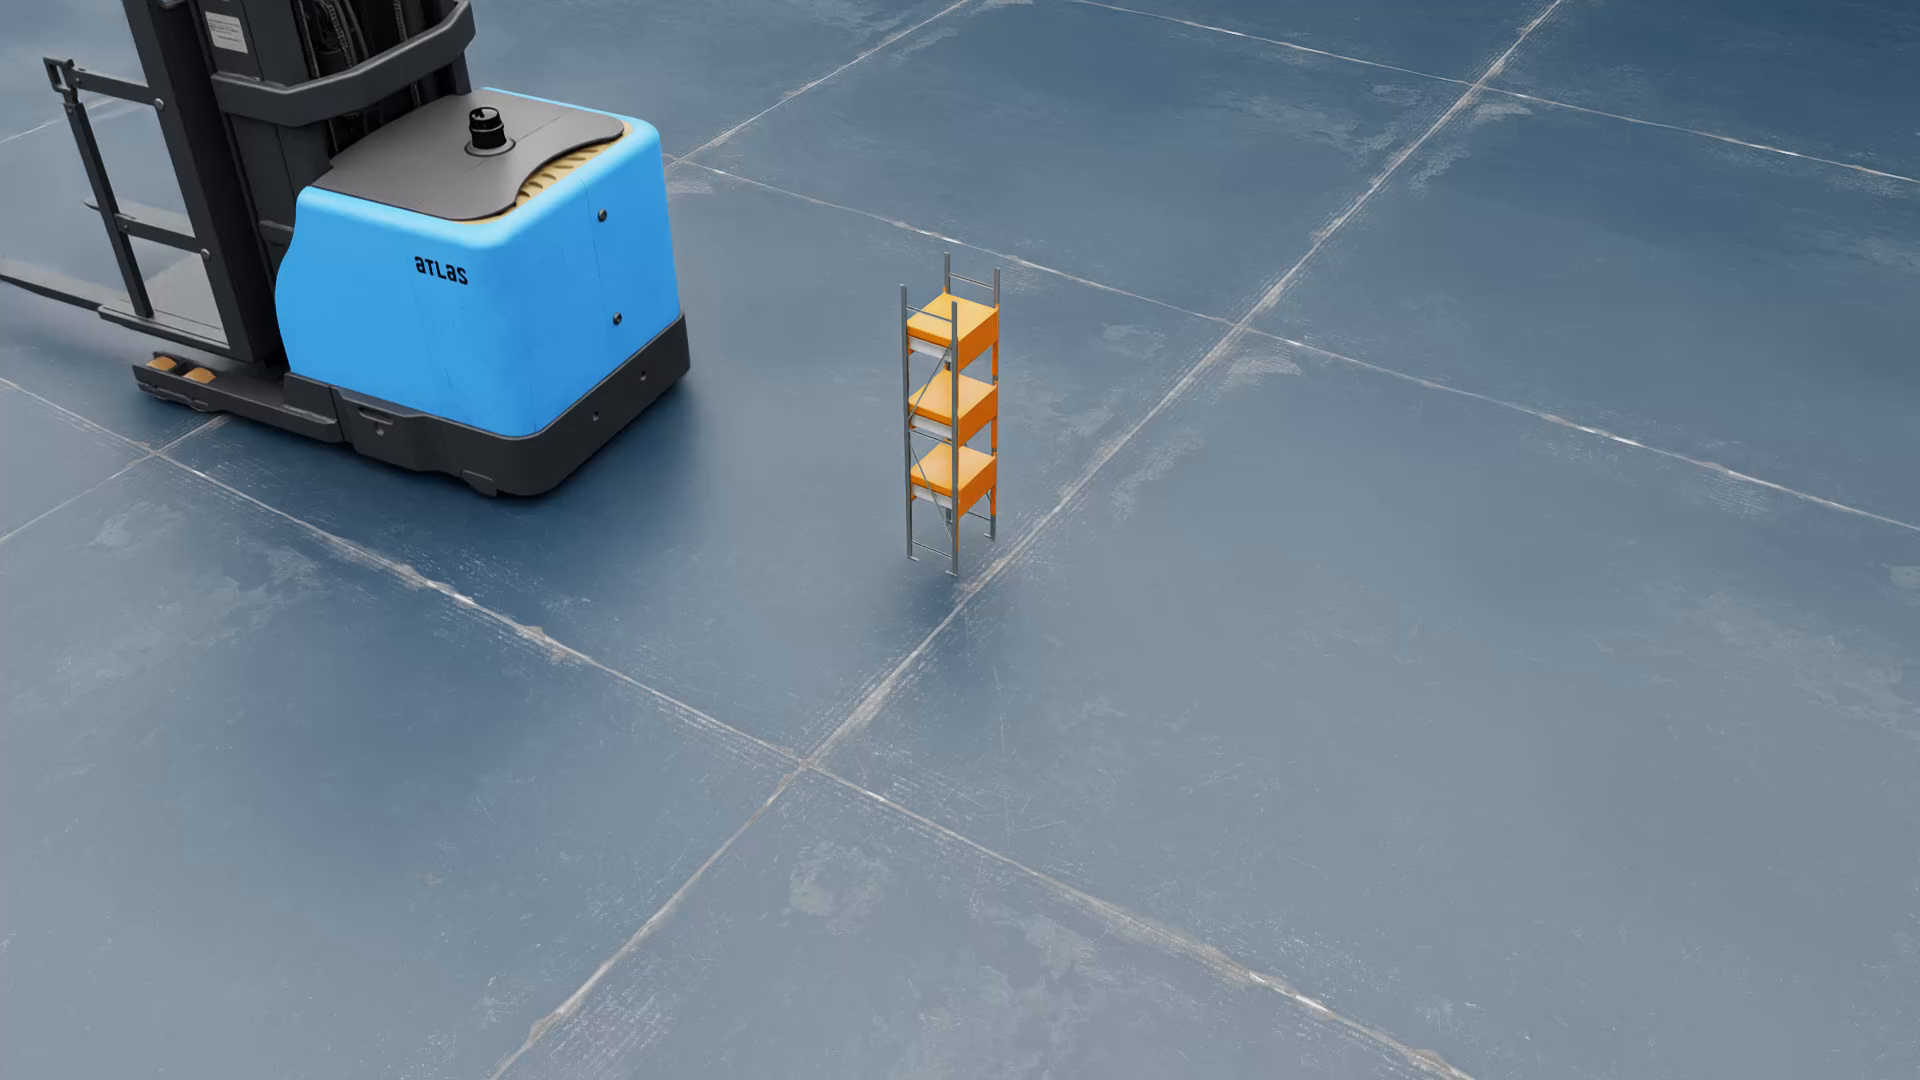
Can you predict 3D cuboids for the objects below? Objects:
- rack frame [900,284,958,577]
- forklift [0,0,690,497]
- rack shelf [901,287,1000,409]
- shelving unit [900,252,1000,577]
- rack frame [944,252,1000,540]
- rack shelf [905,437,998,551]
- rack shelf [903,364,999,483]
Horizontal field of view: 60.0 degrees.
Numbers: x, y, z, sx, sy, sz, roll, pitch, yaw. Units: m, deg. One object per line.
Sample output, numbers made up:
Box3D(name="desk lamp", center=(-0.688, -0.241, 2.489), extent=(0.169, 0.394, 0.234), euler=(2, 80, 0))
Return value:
Box3D(name="rack frame", center=(-0.094, -0.325, 5.312), extent=(0.200, 1.050, 0.008), euler=(21, 42, 25))
Box3D(name="forklift", center=(-2.613, -1.924, 5.846), extent=(3.031, 2.935, 1.130), euler=(16, 41, 20))
Box3D(name="rack shelf", center=(-0.029, -0.605, 5.227), extent=(0.215, 0.259, 0.240), euler=(21, 42, 25))
Box3D(name="shelving unit", center=(-0.029, -0.388, 5.394), extent=(0.215, 1.050, 0.252), euler=(21, 42, 25))
Box3D(name="rack frame", center=(0.037, -0.451, 5.475), extent=(0.200, 1.050, 0.008), euler=(21, 42, 25))
Box3D(name="rack shelf", center=(-0.029, -0.160, 5.570), extent=(0.215, 0.259, 0.240), euler=(21, 42, 25))
Box3D(name="rack shelf", center=(-0.029, -0.380, 5.400), extent=(0.215, 0.259, 0.240), euler=(21, 42, 25))
